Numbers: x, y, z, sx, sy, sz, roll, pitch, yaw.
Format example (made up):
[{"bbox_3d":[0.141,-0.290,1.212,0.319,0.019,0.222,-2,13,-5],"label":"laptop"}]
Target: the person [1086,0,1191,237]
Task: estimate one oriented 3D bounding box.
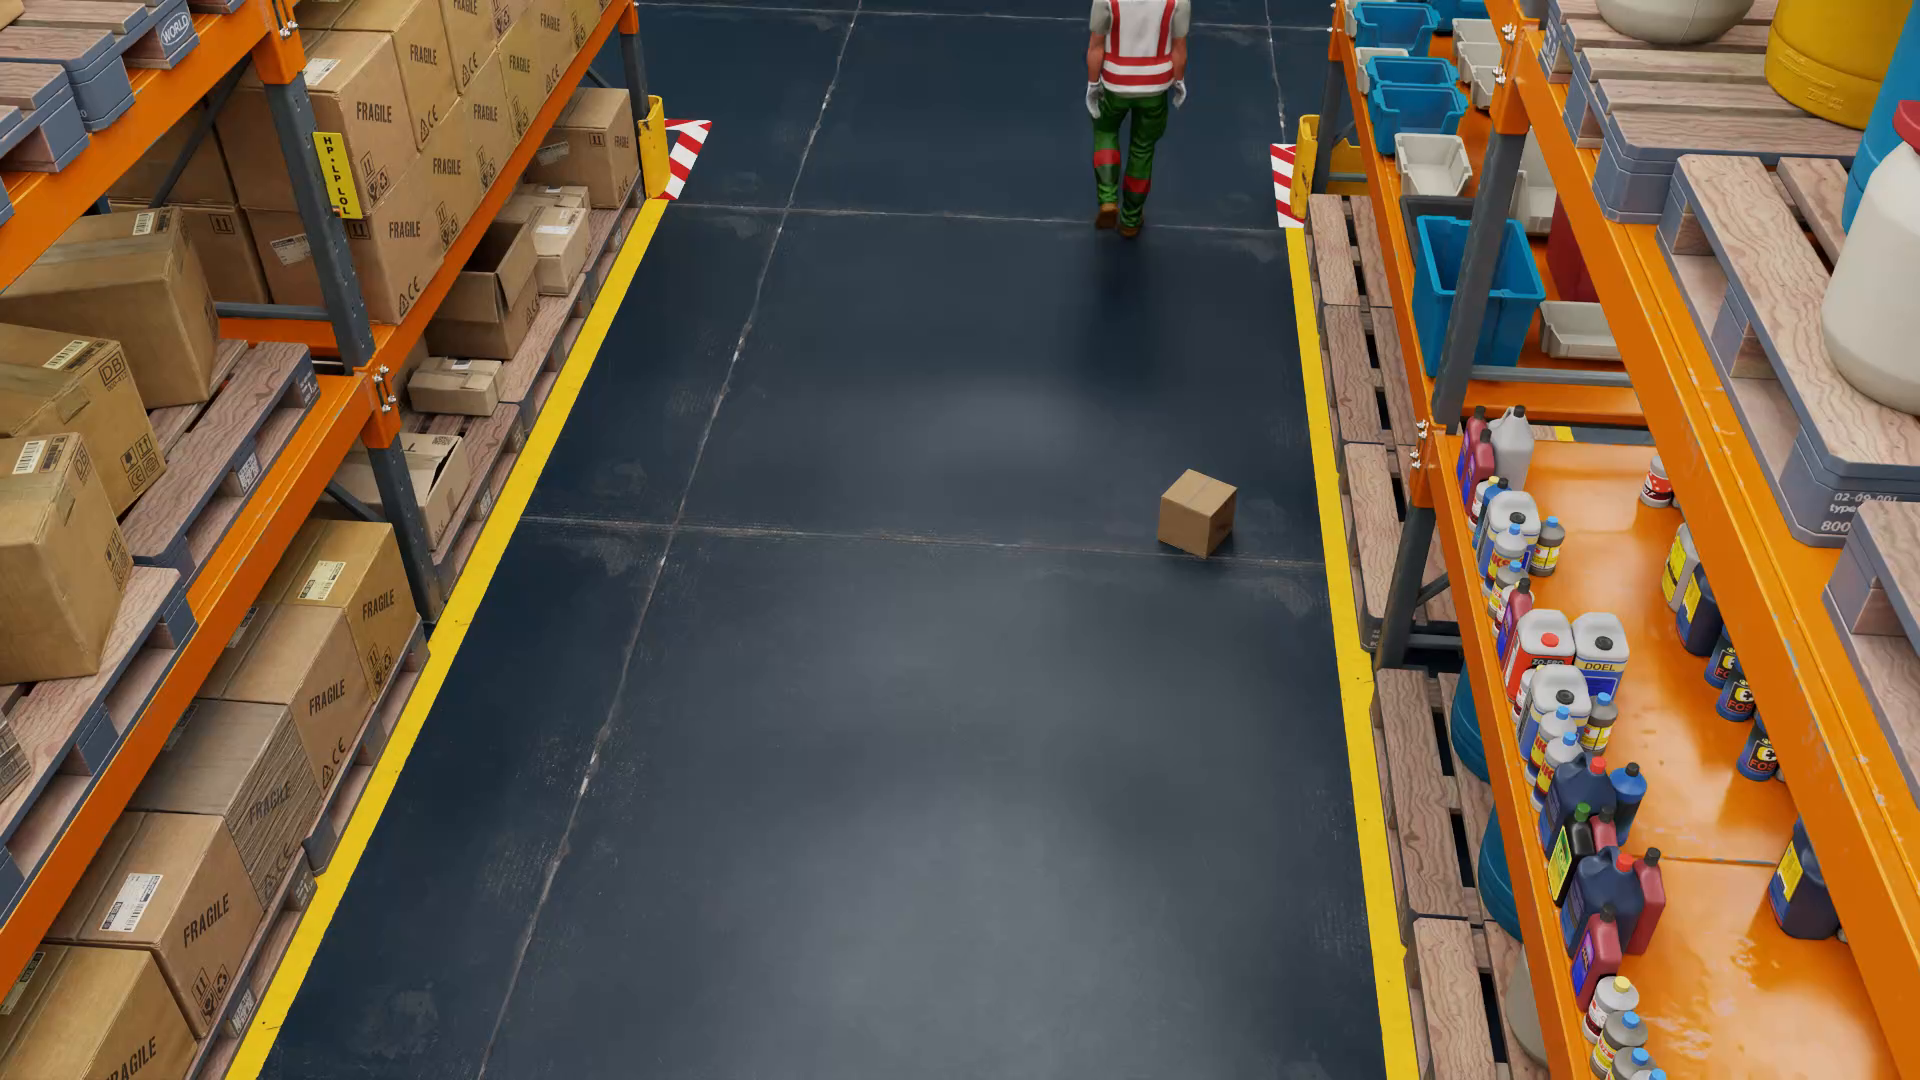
[{"bbox_3d":[0.965,-2.501,9.108,0.556,1.776,0.487,3,40,4],"label":"person"}]
